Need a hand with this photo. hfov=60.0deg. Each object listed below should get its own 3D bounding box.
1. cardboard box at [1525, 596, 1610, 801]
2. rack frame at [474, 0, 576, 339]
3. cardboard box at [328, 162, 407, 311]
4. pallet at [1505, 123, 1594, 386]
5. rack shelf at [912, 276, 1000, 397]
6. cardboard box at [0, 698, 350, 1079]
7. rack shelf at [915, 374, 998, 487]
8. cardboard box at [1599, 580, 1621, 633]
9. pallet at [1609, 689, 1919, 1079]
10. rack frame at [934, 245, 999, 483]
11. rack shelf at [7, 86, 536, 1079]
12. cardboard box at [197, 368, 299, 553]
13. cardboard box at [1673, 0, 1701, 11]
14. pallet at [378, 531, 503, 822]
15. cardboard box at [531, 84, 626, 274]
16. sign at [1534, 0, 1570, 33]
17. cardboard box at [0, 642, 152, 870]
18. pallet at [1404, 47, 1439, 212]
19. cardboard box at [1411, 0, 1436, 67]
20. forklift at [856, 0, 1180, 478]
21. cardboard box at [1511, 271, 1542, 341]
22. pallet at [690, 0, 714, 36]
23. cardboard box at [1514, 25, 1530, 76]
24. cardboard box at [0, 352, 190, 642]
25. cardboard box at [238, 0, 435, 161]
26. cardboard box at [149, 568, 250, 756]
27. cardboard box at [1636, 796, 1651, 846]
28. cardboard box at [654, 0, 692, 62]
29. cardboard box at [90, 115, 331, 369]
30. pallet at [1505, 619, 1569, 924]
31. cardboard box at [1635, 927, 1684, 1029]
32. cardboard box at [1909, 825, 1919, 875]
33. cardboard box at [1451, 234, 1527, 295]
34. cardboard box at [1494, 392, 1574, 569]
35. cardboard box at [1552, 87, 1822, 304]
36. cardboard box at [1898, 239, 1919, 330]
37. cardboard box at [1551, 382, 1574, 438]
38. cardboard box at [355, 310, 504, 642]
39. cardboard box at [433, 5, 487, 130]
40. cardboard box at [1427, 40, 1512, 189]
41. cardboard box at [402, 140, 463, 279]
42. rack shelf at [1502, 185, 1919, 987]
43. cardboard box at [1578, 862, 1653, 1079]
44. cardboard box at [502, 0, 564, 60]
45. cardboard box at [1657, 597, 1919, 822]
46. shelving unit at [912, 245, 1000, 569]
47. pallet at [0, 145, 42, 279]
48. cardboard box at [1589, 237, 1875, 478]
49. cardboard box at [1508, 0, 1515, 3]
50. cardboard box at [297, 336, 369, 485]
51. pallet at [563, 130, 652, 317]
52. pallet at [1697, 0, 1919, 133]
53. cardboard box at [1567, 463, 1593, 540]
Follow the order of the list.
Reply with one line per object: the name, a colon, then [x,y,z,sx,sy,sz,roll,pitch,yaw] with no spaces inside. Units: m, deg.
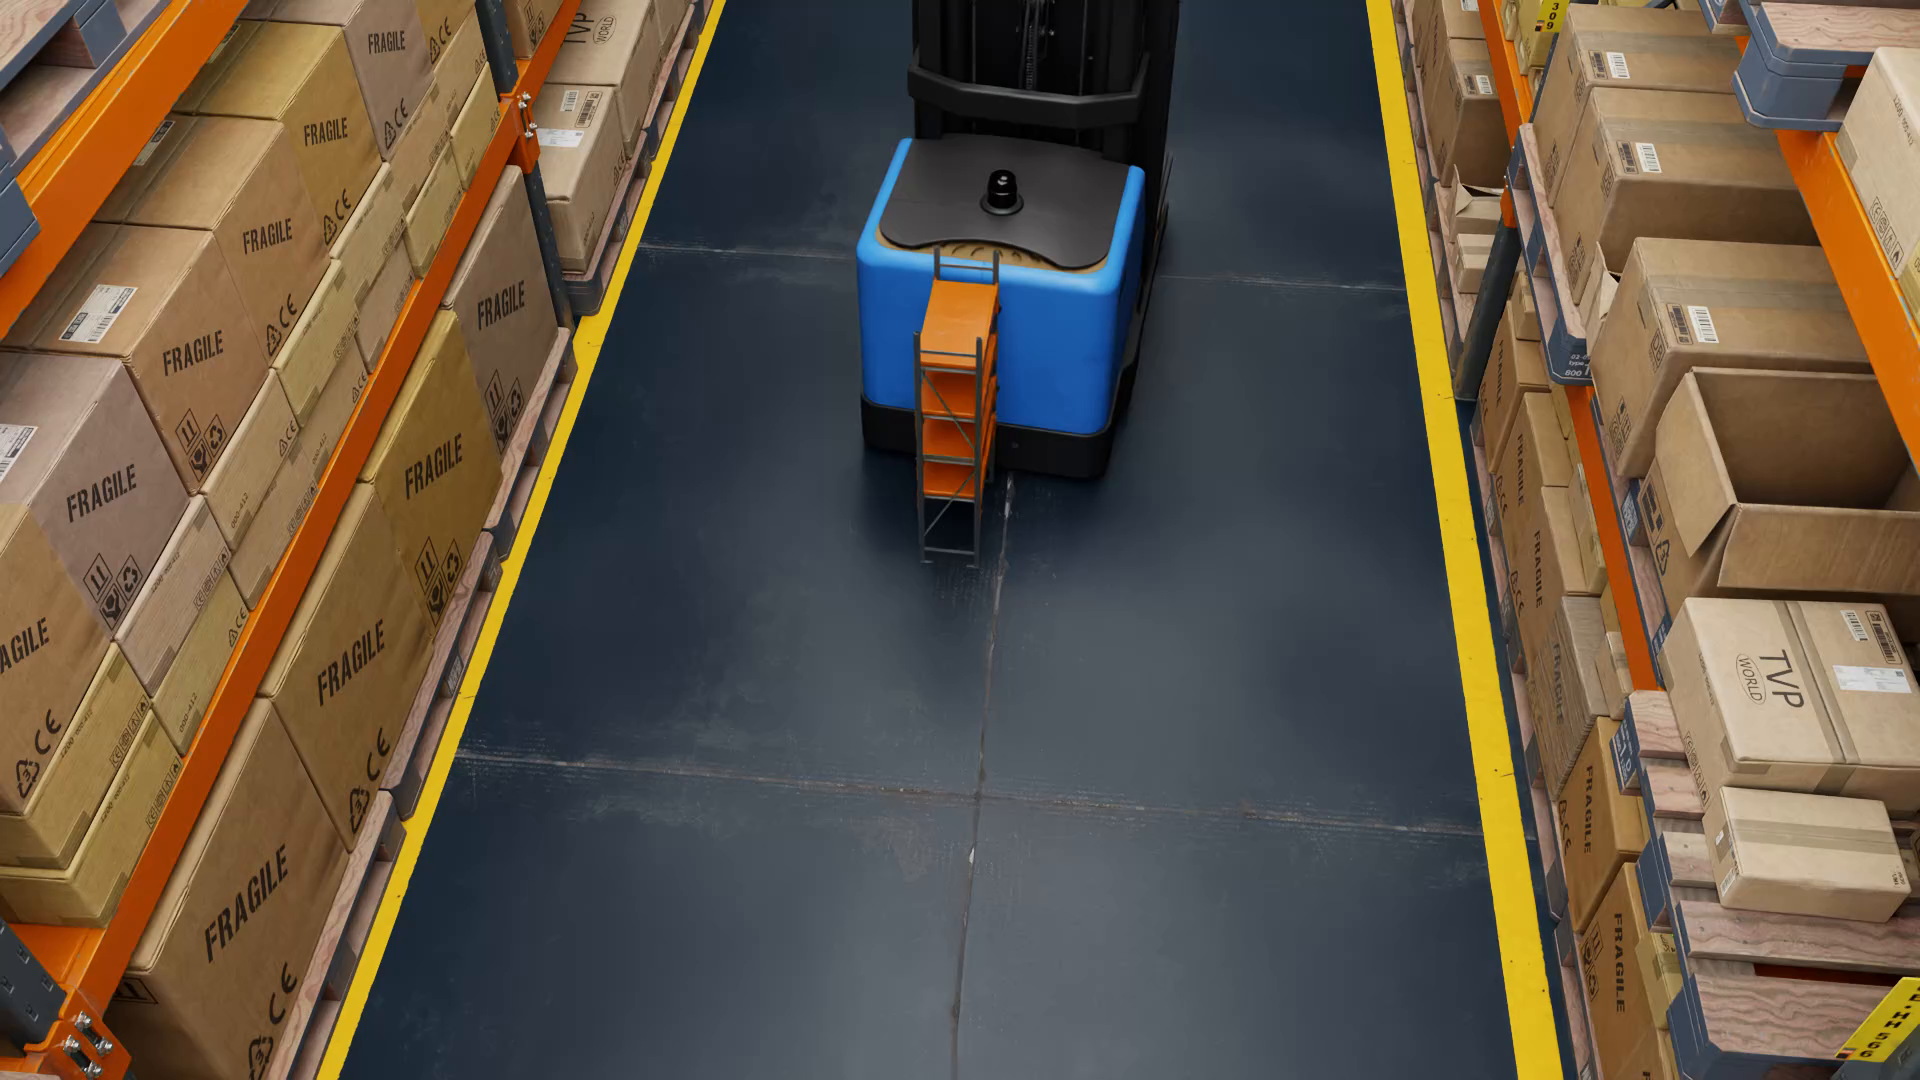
cardboard box: [2.267,0.548,5.625,0.500,0.500,0.500,2,48,2]
rack frame: [-2.266,-1.964,6.514,1.000,3.000,0.127,4,48,4]
cardboard box: [-2.144,-0.993,5.389,0.500,0.250,0.500,5,48,4]
pallet: [2.496,-0.989,5.752,1.003,0.211,1.213,4,48,4]
rack shelf: [-0.009,-0.749,6.089,0.258,0.148,0.480,6,48,5]
cardboard box: [-2.485,1.048,4.914,0.875,0.875,0.875,3,48,3]
rack shelf: [-0.009,-0.438,6.429,0.258,0.148,0.480,6,48,5]
cardboard box: [2.327,0.259,5.450,0.380,0.149,0.250,4,48,4]
pallet: [2.305,0.868,4.053,1.213,0.211,1.003,4,48,4]
rack frame: [0.024,-0.662,6.542,0.240,1.200,0.015,6,48,5]
rack shelf: [-2.448,-0.252,5.435,1.077,0.370,4.000,4,48,4]
cardboard box: [-2.233,-0.244,4.703,0.500,0.250,0.500,4,48,3]
cardboard box: [2.991,-2.029,6.473,0.500,0.250,0.500,3,48,3]
pallet: [-2.370,0.448,6.197,1.003,0.211,1.213,4,48,4]
cardboard box: [-2.102,-1.696,7.720,0.875,0.438,0.875,3,48,3]
sign: [2.136,-1.956,5.920,0.100,0.325,0.005,4,48,4]
cardboard box: [-2.338,0.501,4.022,0.500,0.250,0.500,4,48,3]
pallet: [2.849,-2.096,8.524,1.003,0.211,1.213,4,48,4]
cardboard box: [2.775,-2.802,8.689,0.700,0.500,0.500,6,48,5]
forklift: [0.395,-2.354,6.917,1.130,2.935,3.031,9,48,8]
cardboard box: [2.380,-0.905,6.514,0.380,0.149,0.250,6,48,5]
pallet: [-1.896,-3.370,9.689,1.003,0.211,1.213,4,48,4]
cardboard box: [2.457,-1.993,6.710,0.380,0.149,0.250,5,48,5]
cardboard box: [-2.307,-0.107,4.070,0.500,0.500,0.500,4,48,4]
cardboard box: [-2.097,-1.610,5.444,0.500,0.500,0.500,5,48,4]
cardboard box: [-2.306,0.304,4.540,0.500,0.250,0.500,3,48,2]
cardboard box: [2.237,0.825,4.933,0.380,0.149,0.250,5,48,5]
cardboard box: [-1.937,-3.016,8.927,0.875,0.438,0.875,5,48,5]
cardboard box: [-2.195,-0.857,4.756,0.500,0.500,0.500,5,48,4]
pallet: [2.532,0.807,5.869,1.003,0.211,1.213,4,48,4]
cardboard box: [2.100,1.206,4.584,0.380,0.149,0.250,2,48,2]
cardboard box: [2.515,0.763,3.667,0.500,0.500,0.500,6,48,5]
cardboard box: [2.436,-1.242,7.501,0.380,0.149,0.250,3,48,2]
cardboard box: [2.370,-0.199,6.309,0.500,0.500,0.500,3,48,3]
cardboard box: [2.363,-1.088,5.360,0.700,0.500,0.500,4,48,4]
cardboard box: [2.163,-0.419,3.169,0.500,0.250,0.500,4,48,4]
cardboard box: [2.419,-0.506,6.150,0.380,0.149,0.250,2,48,2]
cardboard box: [-2.317,-0.264,6.114,0.875,0.875,0.875,5,48,5]
cardboard box: [-2.064,-1.742,6.073,0.500,0.250,0.500,4,48,3]
cardboard box: [2.680,-2.039,7.992,0.700,0.500,0.500,2,48,2]
cardboard box: [-2.103,-1.193,5.910,0.500,0.250,0.500,3,48,3]
rack shelf: [2.495,0.079,5.132,1.077,0.370,4.000,4,48,4]
cardboard box: [2.193,1.316,4.923,0.500,0.500,0.500,3,48,3]
cardboard box: [-1.963,-2.325,6.776,0.500,0.500,0.500,5,48,5]
cardboard box: [2.087,0.418,4.152,0.500,0.250,0.500,2,48,2]
shelving unit: [-0.009,-0.483,6.379,0.258,1.200,0.503,6,48,5]
pallet: [-2.625,-0.450,3.224,1.213,0.211,1.003,6,48,5]
cardboard box: [2.292,-0.511,4.832,0.700,0.500,0.500,4,48,3]
cardboard box: [2.512,-2.443,6.852,0.500,0.250,0.500,4,48,4]
cardboard box: [-2.211,-0.444,5.225,0.500,0.250,0.500,4,48,4]
pallet: [-2.119,-1.577,8.049,1.003,0.211,1.213,4,48,4]
pallet: [2.457,-1.345,4.042,1.213,0.211,1.003,4,48,4]
cardboard box: [2.348,-0.123,5.800,0.380,0.149,0.250,4,48,3]
